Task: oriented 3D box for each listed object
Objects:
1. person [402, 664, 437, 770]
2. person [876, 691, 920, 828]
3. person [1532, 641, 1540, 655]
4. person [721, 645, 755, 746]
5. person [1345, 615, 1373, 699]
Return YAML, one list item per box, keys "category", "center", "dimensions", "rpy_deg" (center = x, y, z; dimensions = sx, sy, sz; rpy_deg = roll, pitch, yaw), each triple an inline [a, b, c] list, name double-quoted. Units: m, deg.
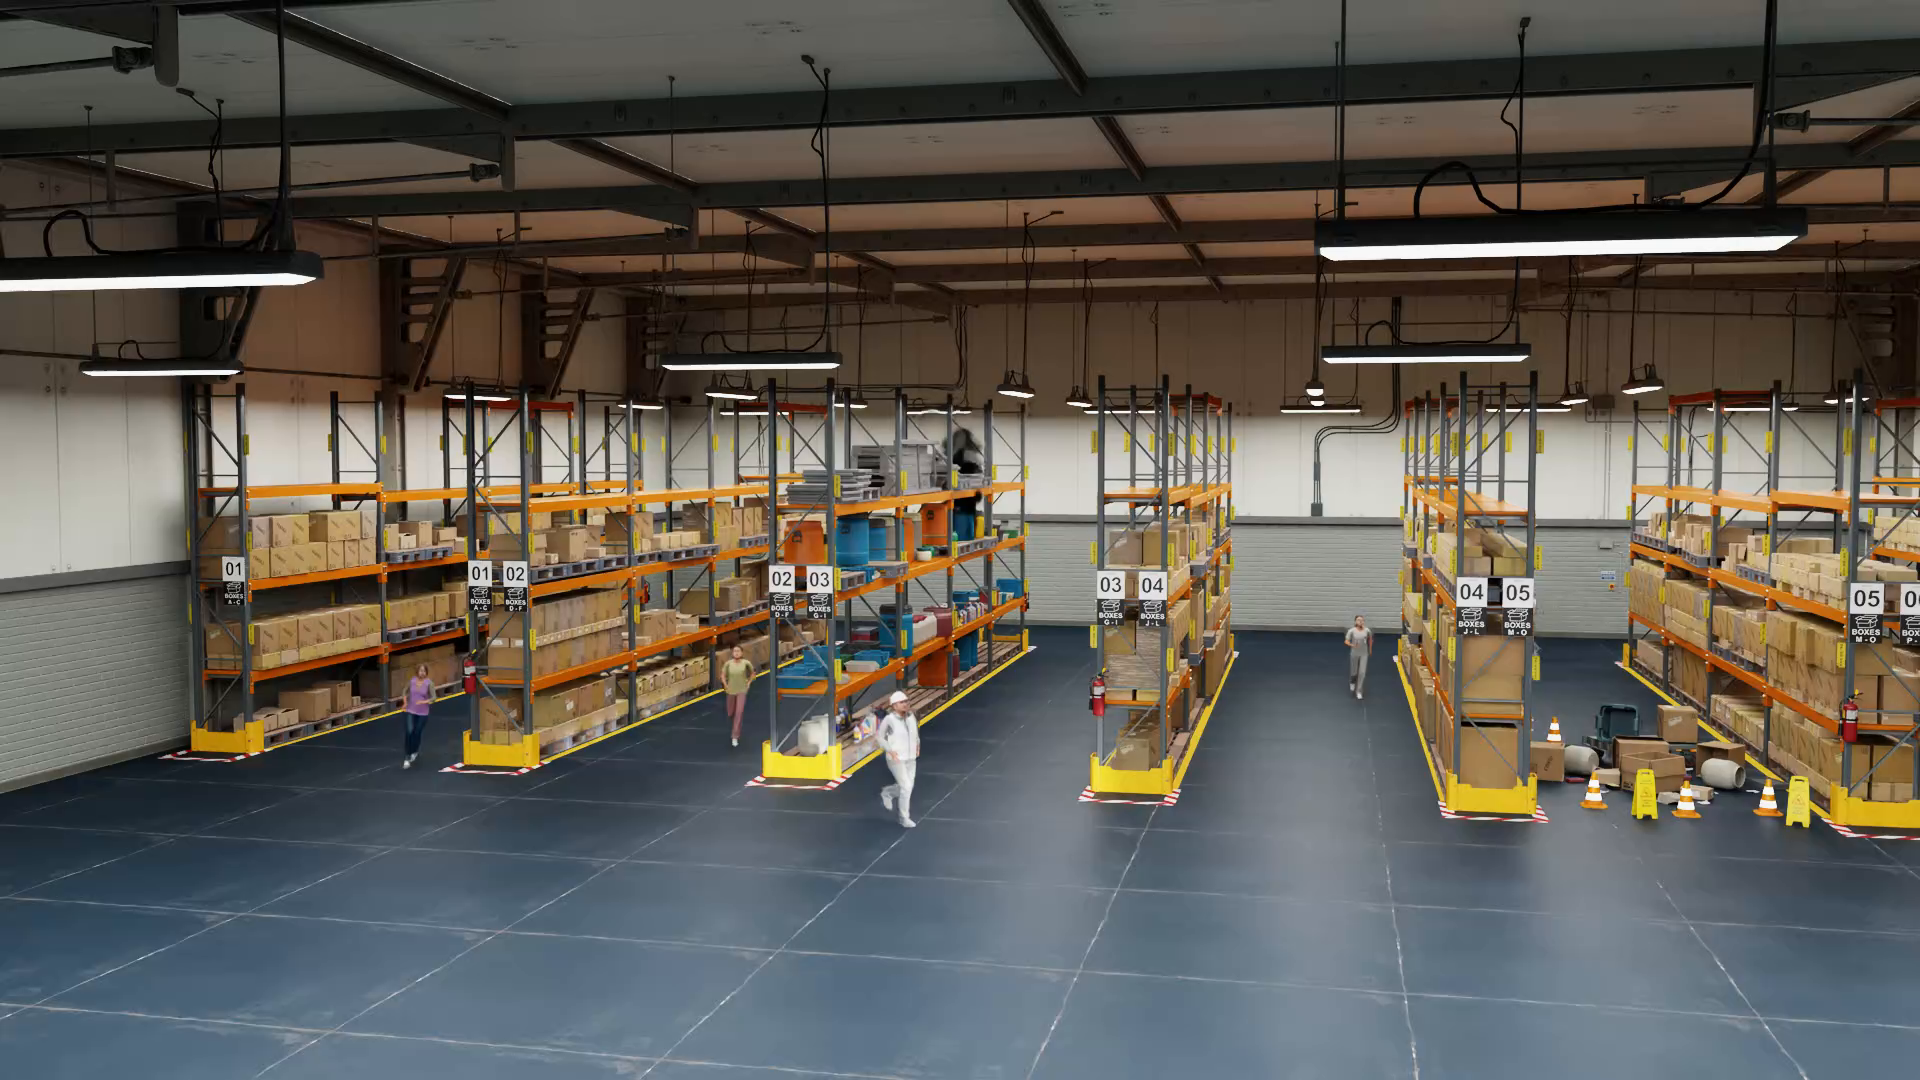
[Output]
- category: "person"
  center: [-8.435, 2.731, 25.961]
  dimensions: [0.525, 1.617, 0.701]
  rpy_deg: [-1, 3, -15]
- category: "person"
  center: [-0.822, 2.868, 21.961]
  dimensions: [0.658, 1.766, 0.751]
  rpy_deg: [-3, 4, -40]
- category: "person"
  center: [13.129, 1.927, 38.903]
  dimensions: [0.924, 1.696, 0.549]
  rpy_deg: [0, 3, 5]
- category: "person"
  center: [-3.769, 2.595, 28.120]
  dimensions: [0.557, 1.656, 1.032]
  rpy_deg: [0, 3, 5]
- category: "person"
  center: [7.908, 2.291, 32.958]
  dimensions: [0.570, 1.641, 0.772]
  rpy_deg: [0, 3, 5]
